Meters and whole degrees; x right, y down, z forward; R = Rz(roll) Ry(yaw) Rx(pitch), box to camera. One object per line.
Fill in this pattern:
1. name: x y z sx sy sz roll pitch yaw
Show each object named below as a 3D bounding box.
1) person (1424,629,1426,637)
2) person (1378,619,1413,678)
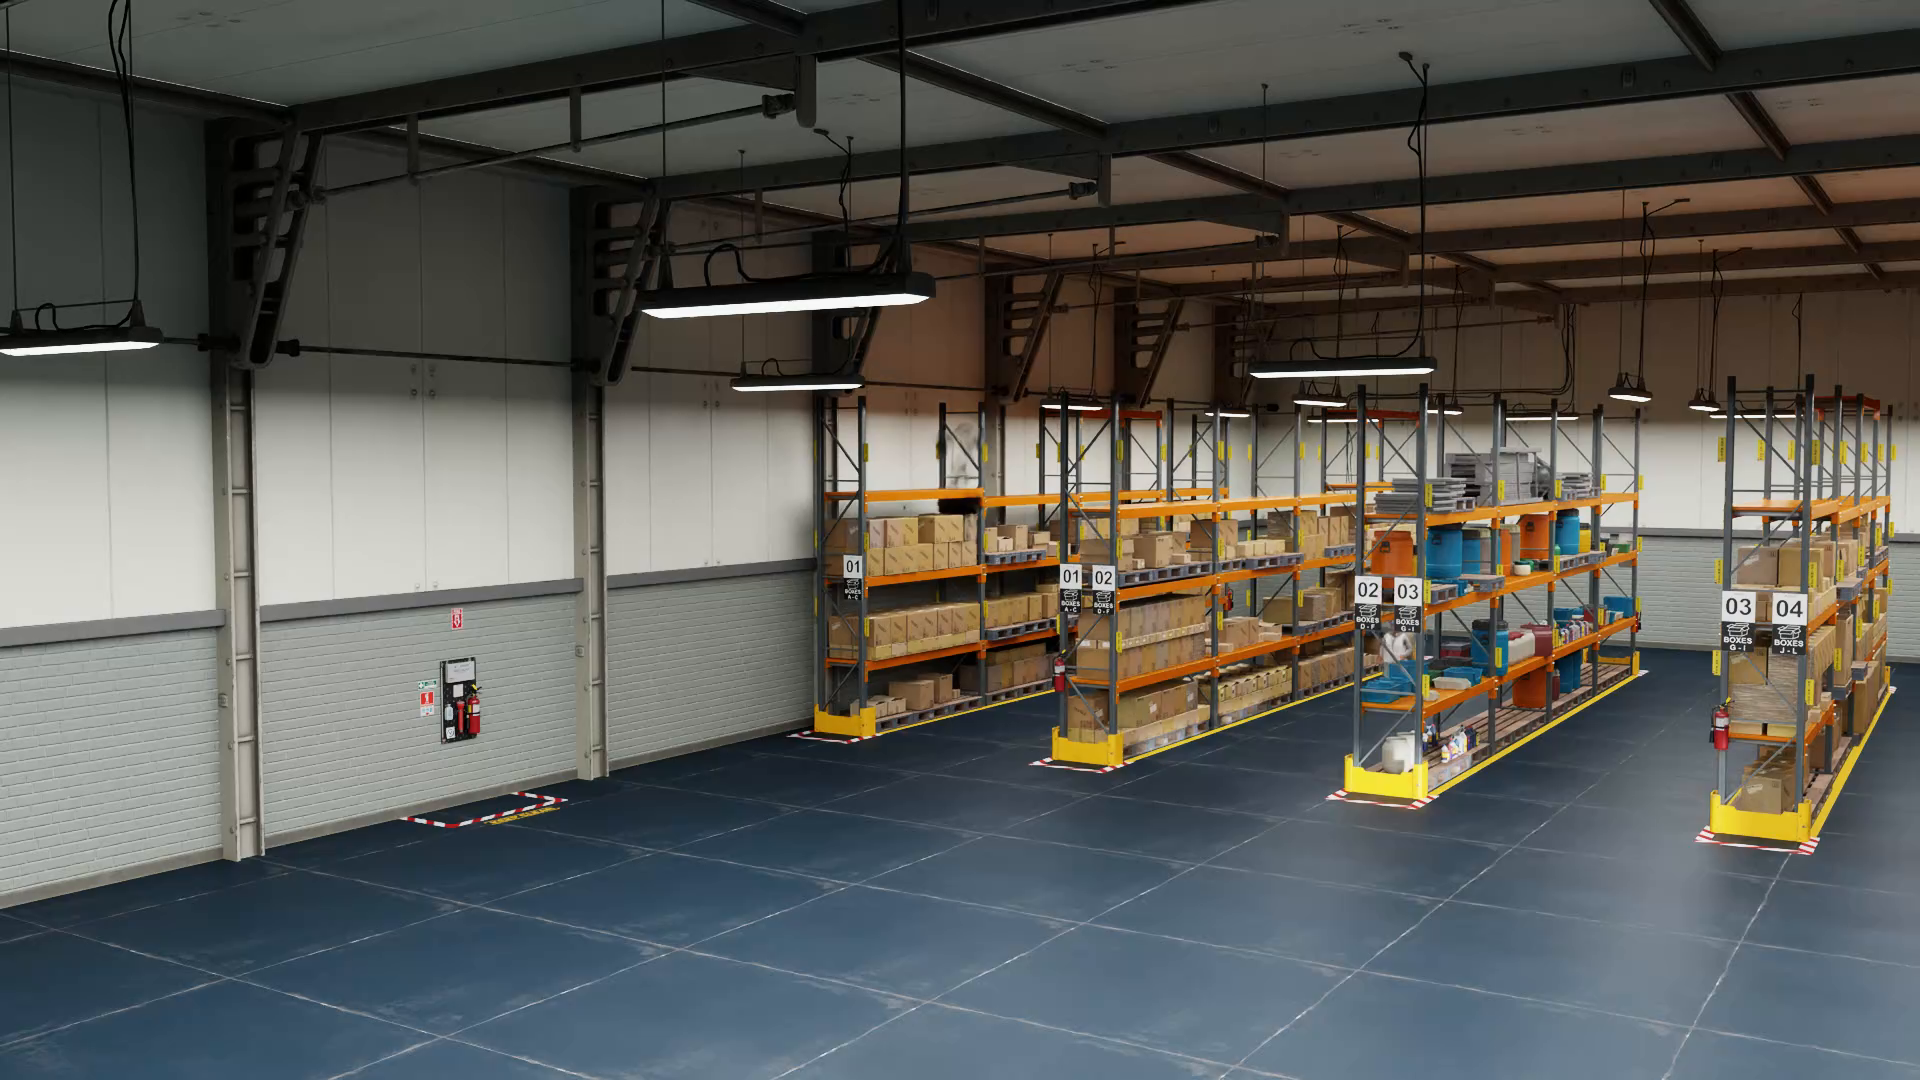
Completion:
1. person: 11.340 2.032 41.348 0.682 1.655 0.607 3 4 43
2. person: 8.643 2.418 33.021 0.672 1.728 0.589 2 3 31
